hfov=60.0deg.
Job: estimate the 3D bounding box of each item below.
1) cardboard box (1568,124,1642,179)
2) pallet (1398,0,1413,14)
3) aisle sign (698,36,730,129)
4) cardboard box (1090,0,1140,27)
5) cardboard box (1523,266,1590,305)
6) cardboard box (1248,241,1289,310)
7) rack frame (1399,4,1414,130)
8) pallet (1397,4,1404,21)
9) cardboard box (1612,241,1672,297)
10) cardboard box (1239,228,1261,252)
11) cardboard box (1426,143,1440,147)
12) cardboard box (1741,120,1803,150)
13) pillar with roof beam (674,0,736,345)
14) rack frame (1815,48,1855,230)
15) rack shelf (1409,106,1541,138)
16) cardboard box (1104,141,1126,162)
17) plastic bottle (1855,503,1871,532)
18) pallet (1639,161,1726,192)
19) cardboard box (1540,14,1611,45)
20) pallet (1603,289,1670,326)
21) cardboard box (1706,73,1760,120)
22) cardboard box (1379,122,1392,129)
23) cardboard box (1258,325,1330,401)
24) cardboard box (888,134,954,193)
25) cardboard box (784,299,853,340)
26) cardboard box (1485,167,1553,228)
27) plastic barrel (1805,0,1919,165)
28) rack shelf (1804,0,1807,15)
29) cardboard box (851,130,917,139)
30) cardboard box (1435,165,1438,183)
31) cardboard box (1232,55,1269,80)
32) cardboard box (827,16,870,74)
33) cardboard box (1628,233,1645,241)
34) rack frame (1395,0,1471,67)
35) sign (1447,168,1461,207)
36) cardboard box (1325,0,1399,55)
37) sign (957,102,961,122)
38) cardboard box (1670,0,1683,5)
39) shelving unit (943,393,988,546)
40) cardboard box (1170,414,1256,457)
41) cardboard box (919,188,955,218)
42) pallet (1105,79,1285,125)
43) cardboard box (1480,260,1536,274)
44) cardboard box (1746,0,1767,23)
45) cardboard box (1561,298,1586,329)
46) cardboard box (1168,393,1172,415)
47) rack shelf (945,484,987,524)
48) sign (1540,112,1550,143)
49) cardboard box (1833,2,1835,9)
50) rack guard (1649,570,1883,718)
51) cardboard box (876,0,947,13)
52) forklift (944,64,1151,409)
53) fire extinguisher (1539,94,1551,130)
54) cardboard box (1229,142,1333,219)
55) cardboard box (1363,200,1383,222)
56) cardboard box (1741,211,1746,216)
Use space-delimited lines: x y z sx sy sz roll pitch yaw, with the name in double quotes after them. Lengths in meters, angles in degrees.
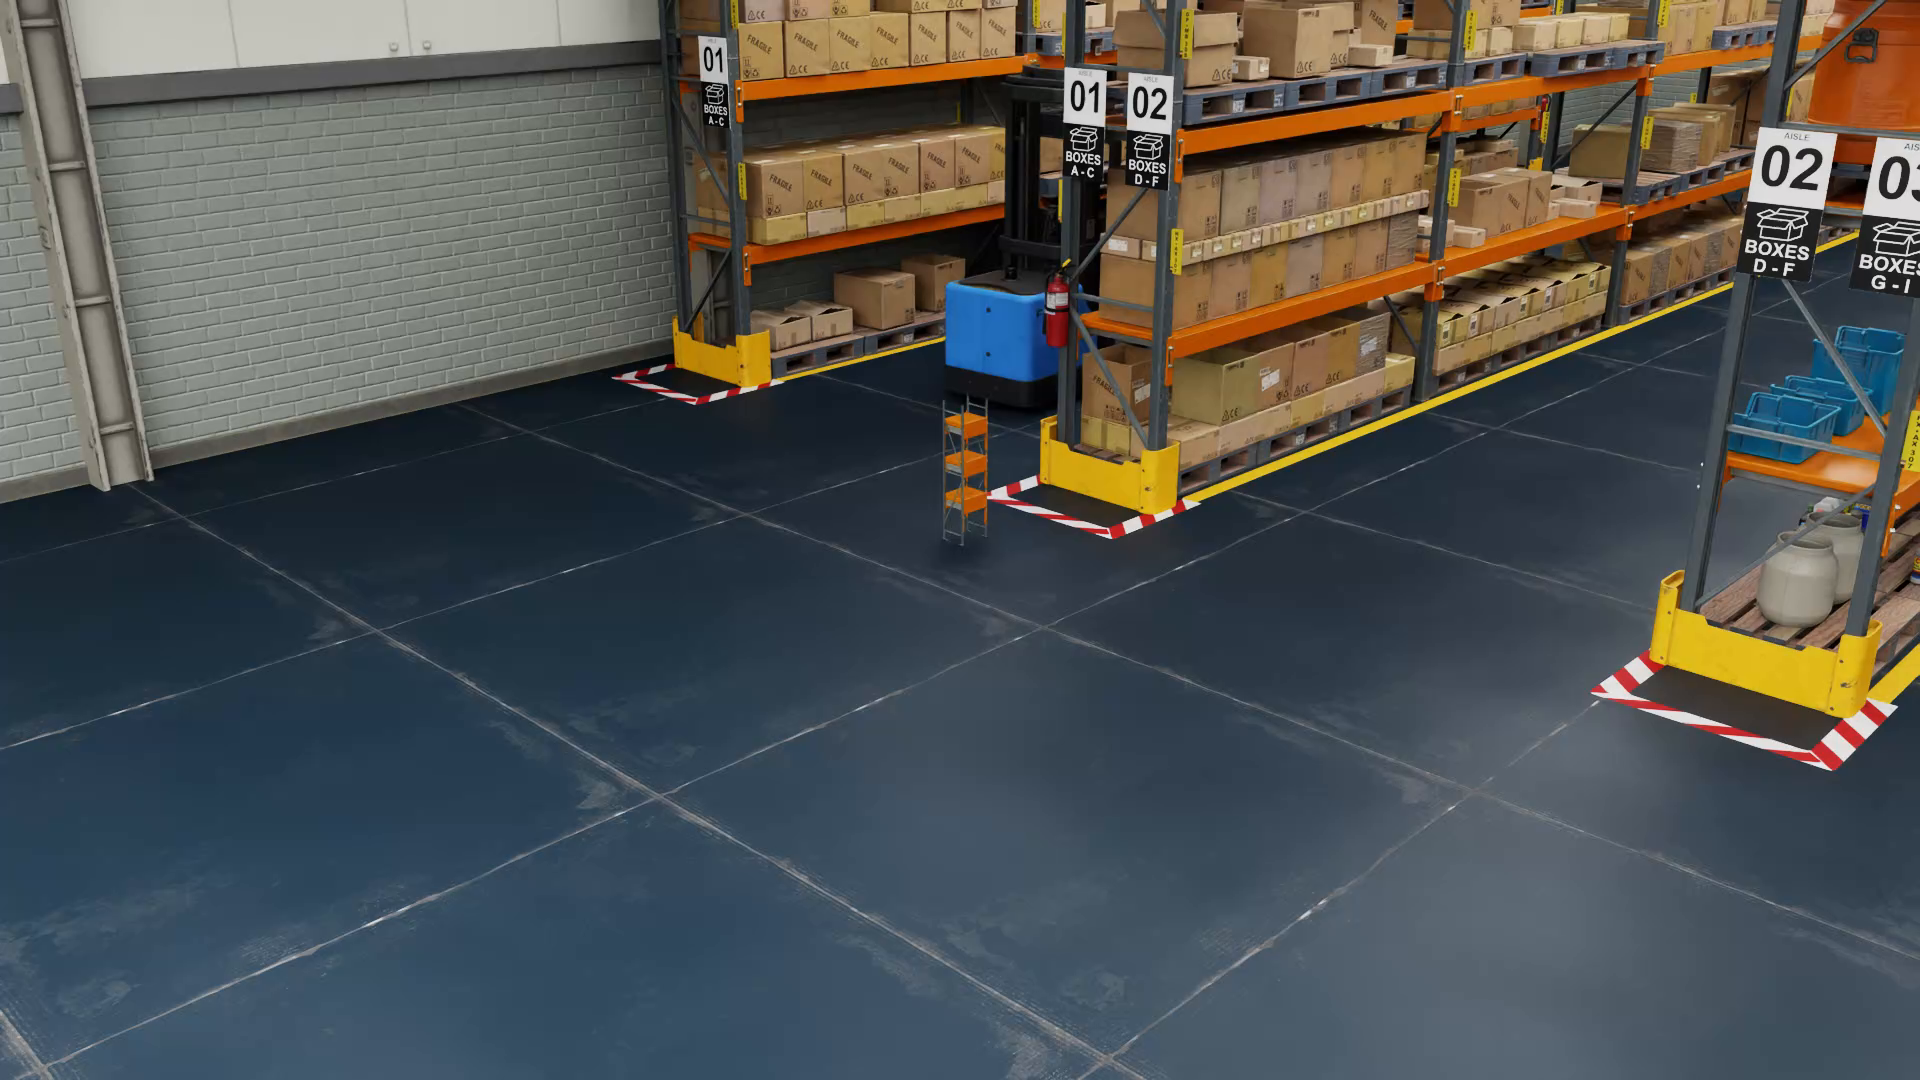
7.106 -4.267 18.271 0.700 0.500 0.500 9 23 23 "cardboard box"
6.564 -7.668 23.786 1.003 0.211 1.213 19 28 41 "pallet"
-2.220 -4.137 15.033 0.394 0.787 0.004 19 28 41 "aisle sign"
1.704 -6.125 18.925 0.500 0.500 0.500 18 27 39 "cardboard box"
6.201 -2.677 17.325 0.500 0.311 0.500 19 28 40 "cardboard box"
2.215 -2.204 13.488 0.700 0.500 0.500 19 28 41 "cardboard box"
5.986 -6.101 23.768 1.000 3.000 0.127 19 28 41 "rack frame"
5.382 -7.164 22.619 0.805 0.209 1.217 18 27 39 "pallet"
7.631 -3.054 18.711 0.500 0.500 0.500 18 27 39 "cardboard box"
2.130 -2.371 13.019 0.380 0.149 0.250 19 28 40 "cardboard box"
7.244 -5.948 25.362 0.380 0.149 0.250 19 28 40 "cardboard box"
10.089 -4.972 20.690 0.500 0.500 0.500 -19 28 -41 "cardboard box"
0.568 -5.136 12.894 9.100 9.000 0.400 19 28 41 "pillar with roof beam"
12.328 -5.891 23.220 1.000 3.000 0.127 19 28 41 "rack frame"
7.381 -6.280 25.235 1.077 0.370 4.000 19 28 41 "rack shelf"
1.617 -4.738 19.469 0.500 0.500 0.700 -16 26 -35 "cardboard box"
6.339 -0.207 11.617 0.152 0.276 0.135 19 28 41 "plastic bottle"
8.101 -4.246 19.208 1.003 0.211 1.213 19 28 41 "pallet"
6.119 -5.091 16.581 0.500 0.250 0.500 -19 28 -41 "cardboard box"
7.296 -2.715 18.845 1.003 0.211 1.213 19 28 41 "pallet"
9.705 -5.571 20.854 0.500 0.500 0.500 19 28 41 "cardboard box"
5.794 -5.765 23.215 0.250 0.149 0.380 -20 28 -41 "cardboard box"
2.749 -1.508 14.018 0.500 0.500 0.500 19 28 41 "cardboard box"
-0.406 -3.879 17.122 0.500 0.500 0.500 18 28 39 "cardboard box"
-1.440 -2.269 16.931 0.500 0.311 0.500 -17 27 -38 "cardboard box"
5.589 -3.446 16.719 0.500 0.500 0.500 17 27 38 "cardboard box"
4.961 -2.491 9.009 0.600 0.830 0.708 19 28 41 "plastic barrel"
6.108 -3.329 9.754 1.077 0.370 4.000 19 28 41 "rack shelf"
-0.787 -4.007 17.455 0.500 0.500 0.500 -19 28 -41 "cardboard box"
6.934 -5.426 24.908 0.700 0.500 0.500 19 28 40 "cardboard box"
2.114 -3.581 12.598 0.380 0.149 0.250 19 28 41 "cardboard box"
-1.213 -4.760 15.930 0.500 0.500 0.500 -19 28 -40 "cardboard box"
7.593 -3.305 19.363 0.500 0.500 0.500 18 27 39 "cardboard box"
3.957 -5.606 14.118 1.000 3.000 0.127 19 28 41 "rack frame"
4.356 -3.109 14.665 0.100 0.325 0.005 19 28 41 "sign"
3.417 -4.451 14.373 0.500 0.500 0.500 -17 27 -38 "cardboard box"
0.005 -4.723 18.569 0.100 0.325 0.005 19 28 41 "sign"
7.412 -5.990 17.763 0.500 0.500 0.500 19 28 41 "cardboard box"
0.037 -0.504 11.922 0.215 1.050 0.252 19 28 41 "shelving unit"
2.046 -0.902 13.488 0.500 0.250 0.500 19 28 41 "cardboard box"
-0.401 -3.528 17.253 0.500 0.250 0.500 19 28 40 "cardboard box"
1.679 -3.312 12.453 1.003 0.211 1.213 19 28 41 "pallet"
5.811 -2.810 17.671 0.500 0.311 0.500 18 28 39 "cardboard box"
9.134 -6.441 19.607 0.600 0.600 0.600 16 26 36 "cardboard box"
6.198 -2.417 17.430 0.500 0.250 0.500 19 28 40 "cardboard box"
1.669 -1.034 13.831 0.500 0.250 0.500 19 28 41 "cardboard box"
0.037 -0.234 12.026 0.215 0.259 0.240 19 28 41 "rack shelf"
6.352 -4.471 18.023 0.100 0.325 0.005 19 28 41 "sign"
10.760 -6.744 20.770 0.500 0.250 0.500 19 28 41 "cardboard box"
4.732 0.598 9.821 1.175 0.500 0.348 19 28 41 "rack guard"
-0.481 -5.491 16.438 0.500 0.500 0.500 18 27 39 "cardboard box"
1.187 -3.011 15.823 1.130 2.935 3.031 17 27 37 "forklift"
9.213 -6.843 26.324 0.296 0.674 0.183 19 28 41 "fire extinguisher"
2.602 -2.956 13.636 0.700 0.500 0.500 19 28 41 "cardboard box"
3.384 -2.833 14.222 0.380 0.149 0.250 19 28 41 "cardboard box"
10.255 -4.223 22.016 0.500 0.311 0.500 19 28 41 "cardboard box"
